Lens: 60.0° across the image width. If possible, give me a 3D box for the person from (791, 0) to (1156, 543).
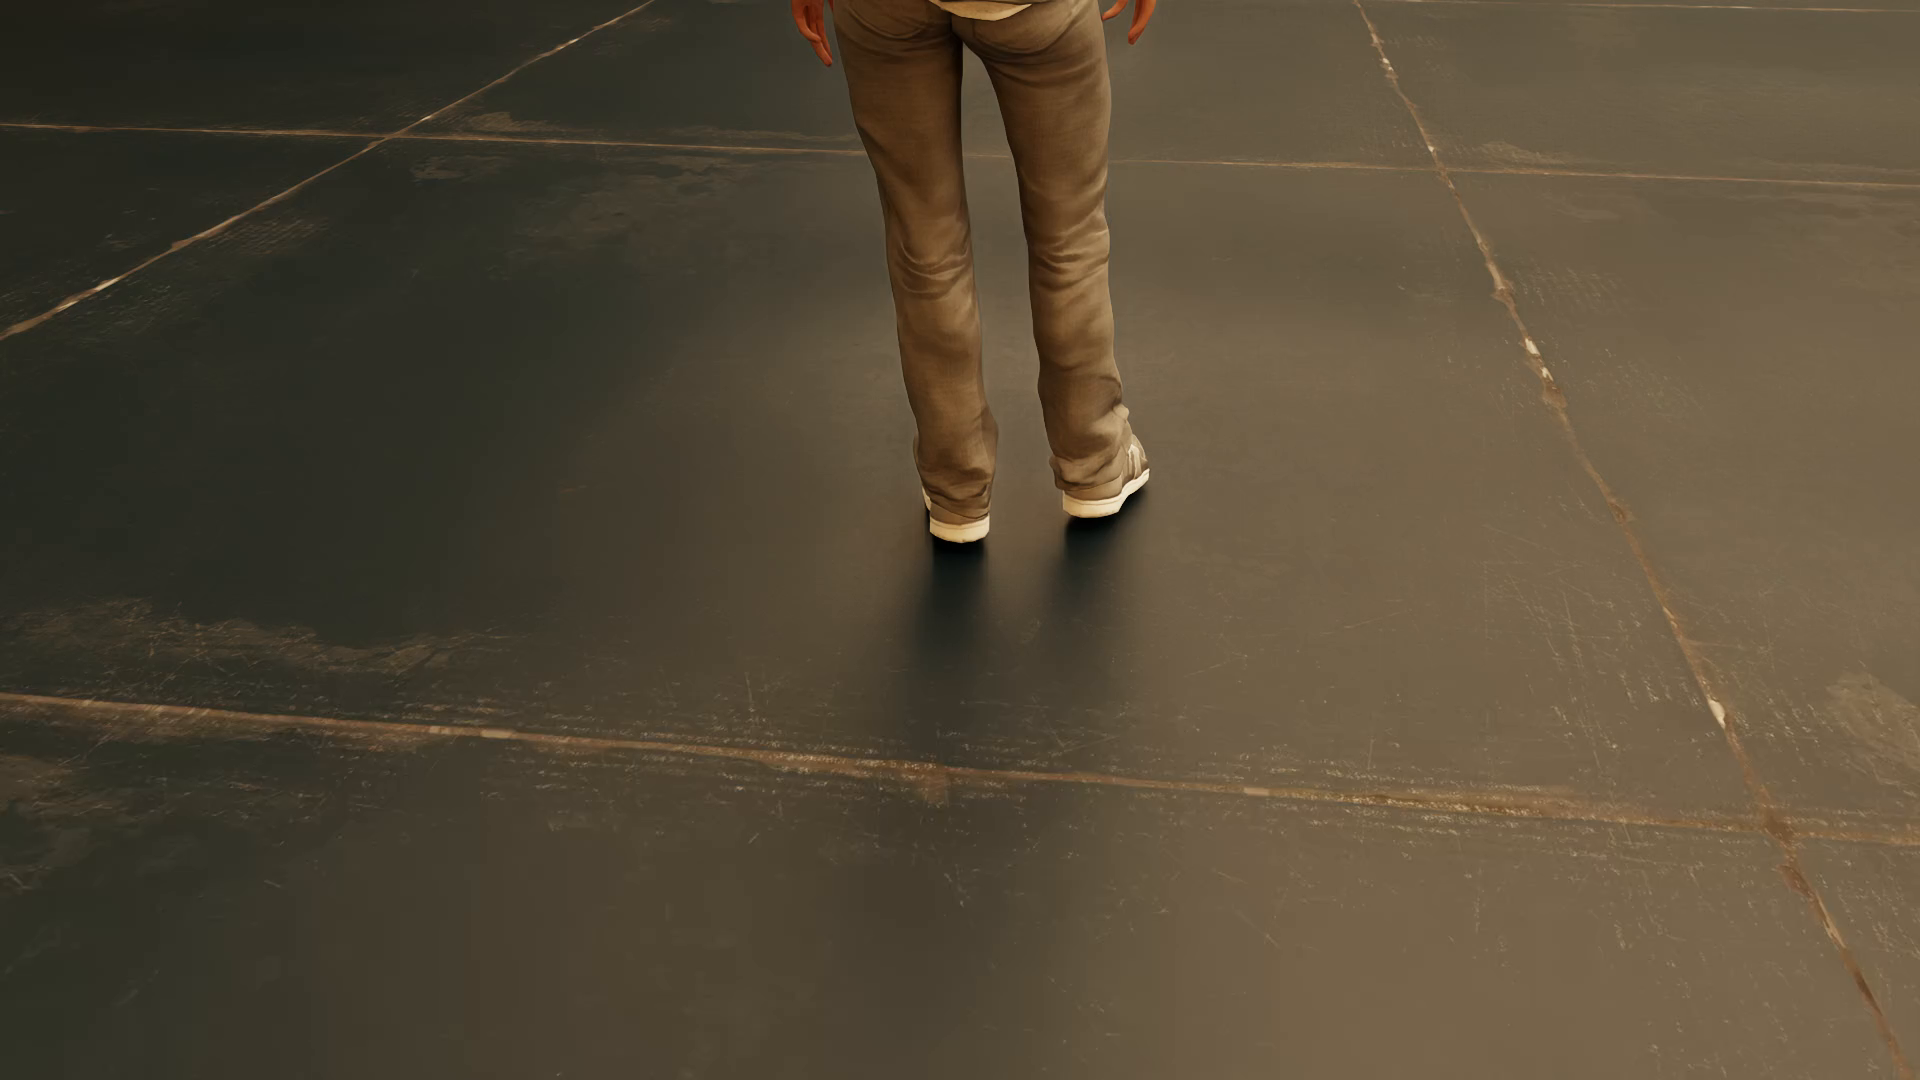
[{"bbox_3d":[0.024,-0.753,2.204,0.520,1.597,0.475,3,27,7],"label":"person"}]
